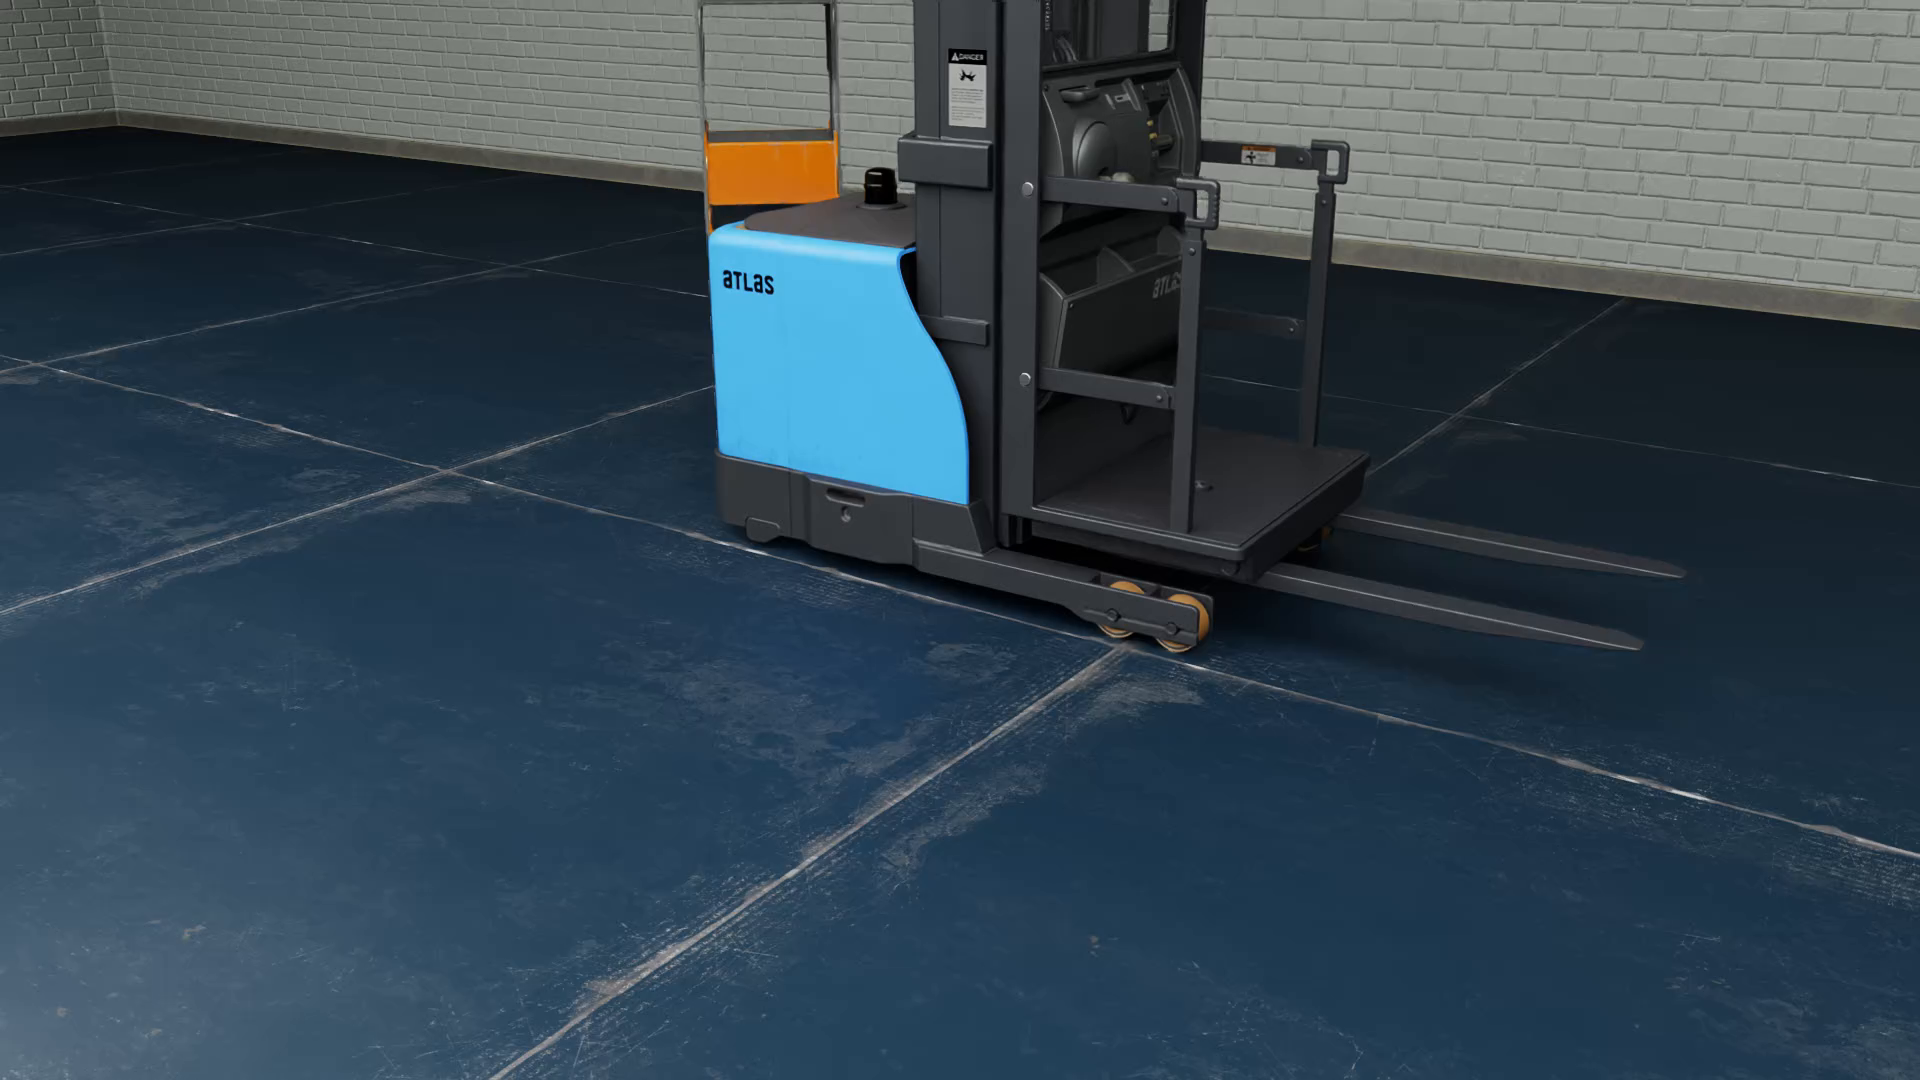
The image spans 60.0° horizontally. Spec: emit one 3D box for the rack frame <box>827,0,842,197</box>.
[{"bbox_3d":[-0.468,-1.327,6.326,0.015,2.100,0.400,-3,20,-7],"label":"rack frame"}]

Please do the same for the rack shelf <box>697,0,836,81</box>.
[{"bbox_3d":[-0.710,-1.960,6.057,0.480,0.518,0.431,-3,20,-7],"label":"rack shelf"}]

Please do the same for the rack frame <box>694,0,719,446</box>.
[{"bbox_3d":[-0.952,-1.305,6.265,0.015,2.100,0.400,-3,20,-7],"label":"rack frame"}]

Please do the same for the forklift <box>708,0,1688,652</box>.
[{"bbox_3d":[0.676,-1.256,4.937,3.031,2.935,1.130,12,24,30],"label":"forklift"}]

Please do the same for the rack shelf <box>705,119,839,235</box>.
[{"bbox_3d":[-0.710,-1.303,6.300,0.480,0.518,0.431,-3,20,-7],"label":"rack shelf"}]

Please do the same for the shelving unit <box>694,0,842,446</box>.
[{"bbox_3d":[-0.710,-1.316,6.296,0.503,2.100,0.431,-3,20,-7],"label":"shelving unit"}]
